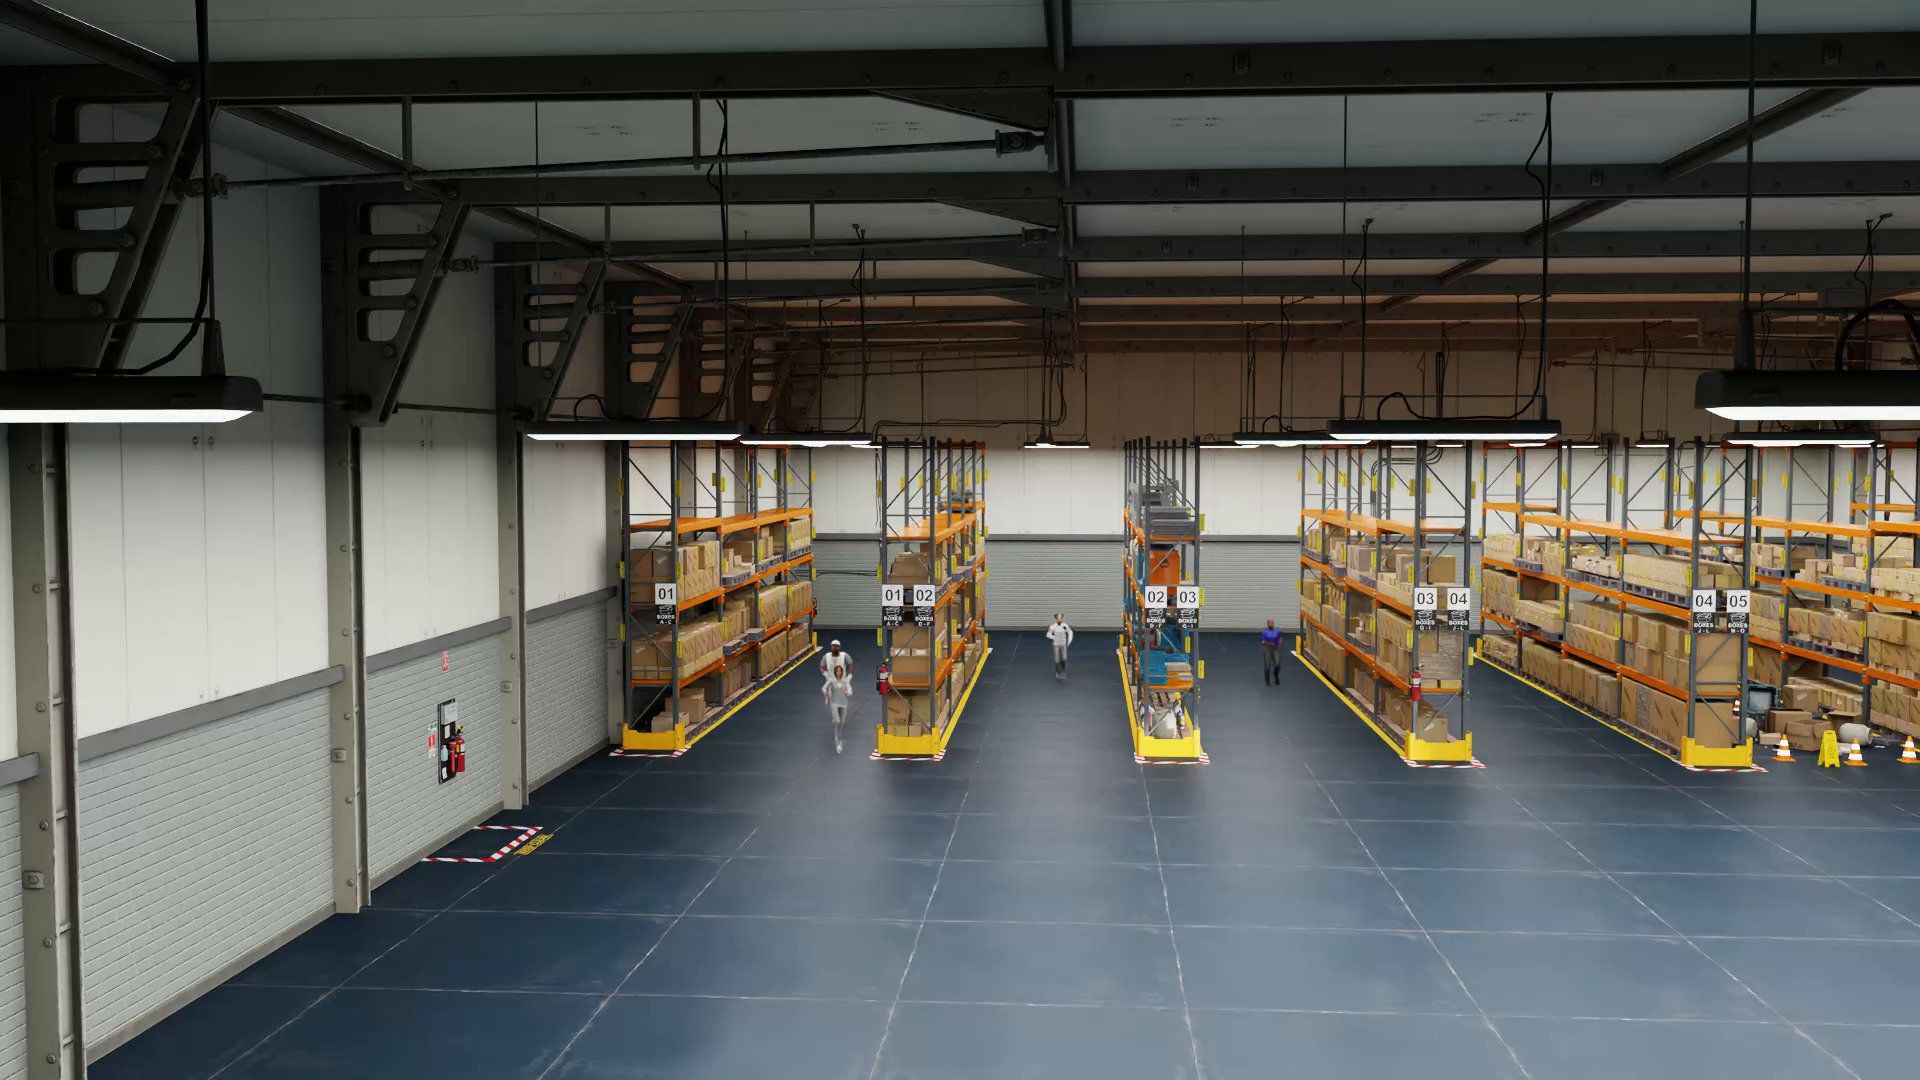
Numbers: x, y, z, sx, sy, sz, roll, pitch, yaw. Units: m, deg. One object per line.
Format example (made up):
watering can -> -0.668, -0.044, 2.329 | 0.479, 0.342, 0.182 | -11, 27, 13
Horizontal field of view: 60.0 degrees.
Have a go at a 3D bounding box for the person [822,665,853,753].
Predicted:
person -> -2.322, 3.210, 31.764 | 0.515, 1.615, 0.767 | -1, 3, -20

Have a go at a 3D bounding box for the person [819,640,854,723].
person -> -2.613, 2.978, 35.044 | 0.726, 1.739, 0.607 | 0, 3, 2

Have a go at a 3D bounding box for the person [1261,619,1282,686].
person -> 7.605, 2.750, 40.472 | 0.566, 1.622, 0.665 | 0, 3, -1

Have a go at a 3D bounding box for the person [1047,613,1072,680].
person -> 2.495, 2.653, 41.525 | 0.676, 1.678, 0.597 | 0, 3, -4
